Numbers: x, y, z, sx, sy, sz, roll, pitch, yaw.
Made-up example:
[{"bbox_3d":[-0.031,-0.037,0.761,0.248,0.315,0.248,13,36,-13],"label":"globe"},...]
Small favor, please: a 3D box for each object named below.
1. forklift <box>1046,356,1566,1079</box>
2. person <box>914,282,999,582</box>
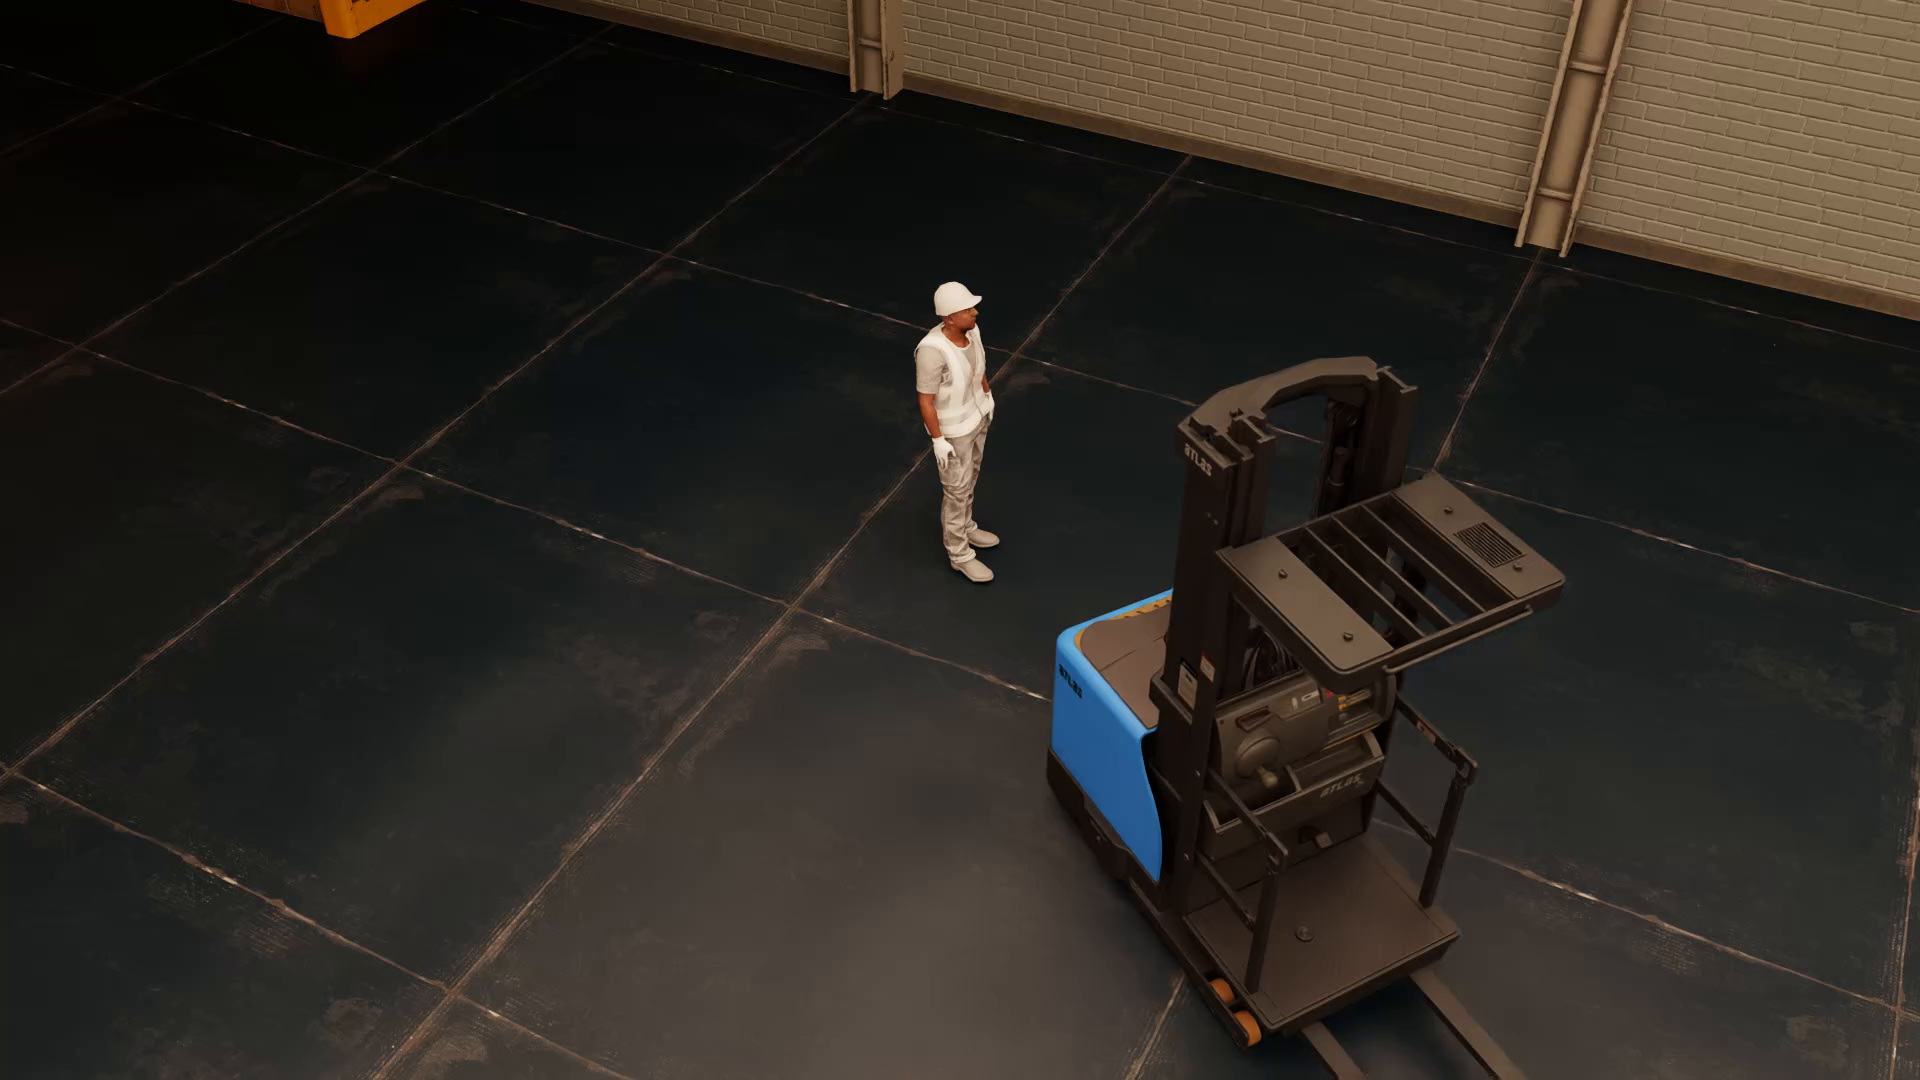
[{"bbox_3d":[1.593,0.837,6.993,1.130,2.935,3.031,-19,44,-21],"label":"forklift"},{"bbox_3d":[0.061,-0.661,9.652,0.575,1.784,0.656,18,43,21],"label":"person"}]
